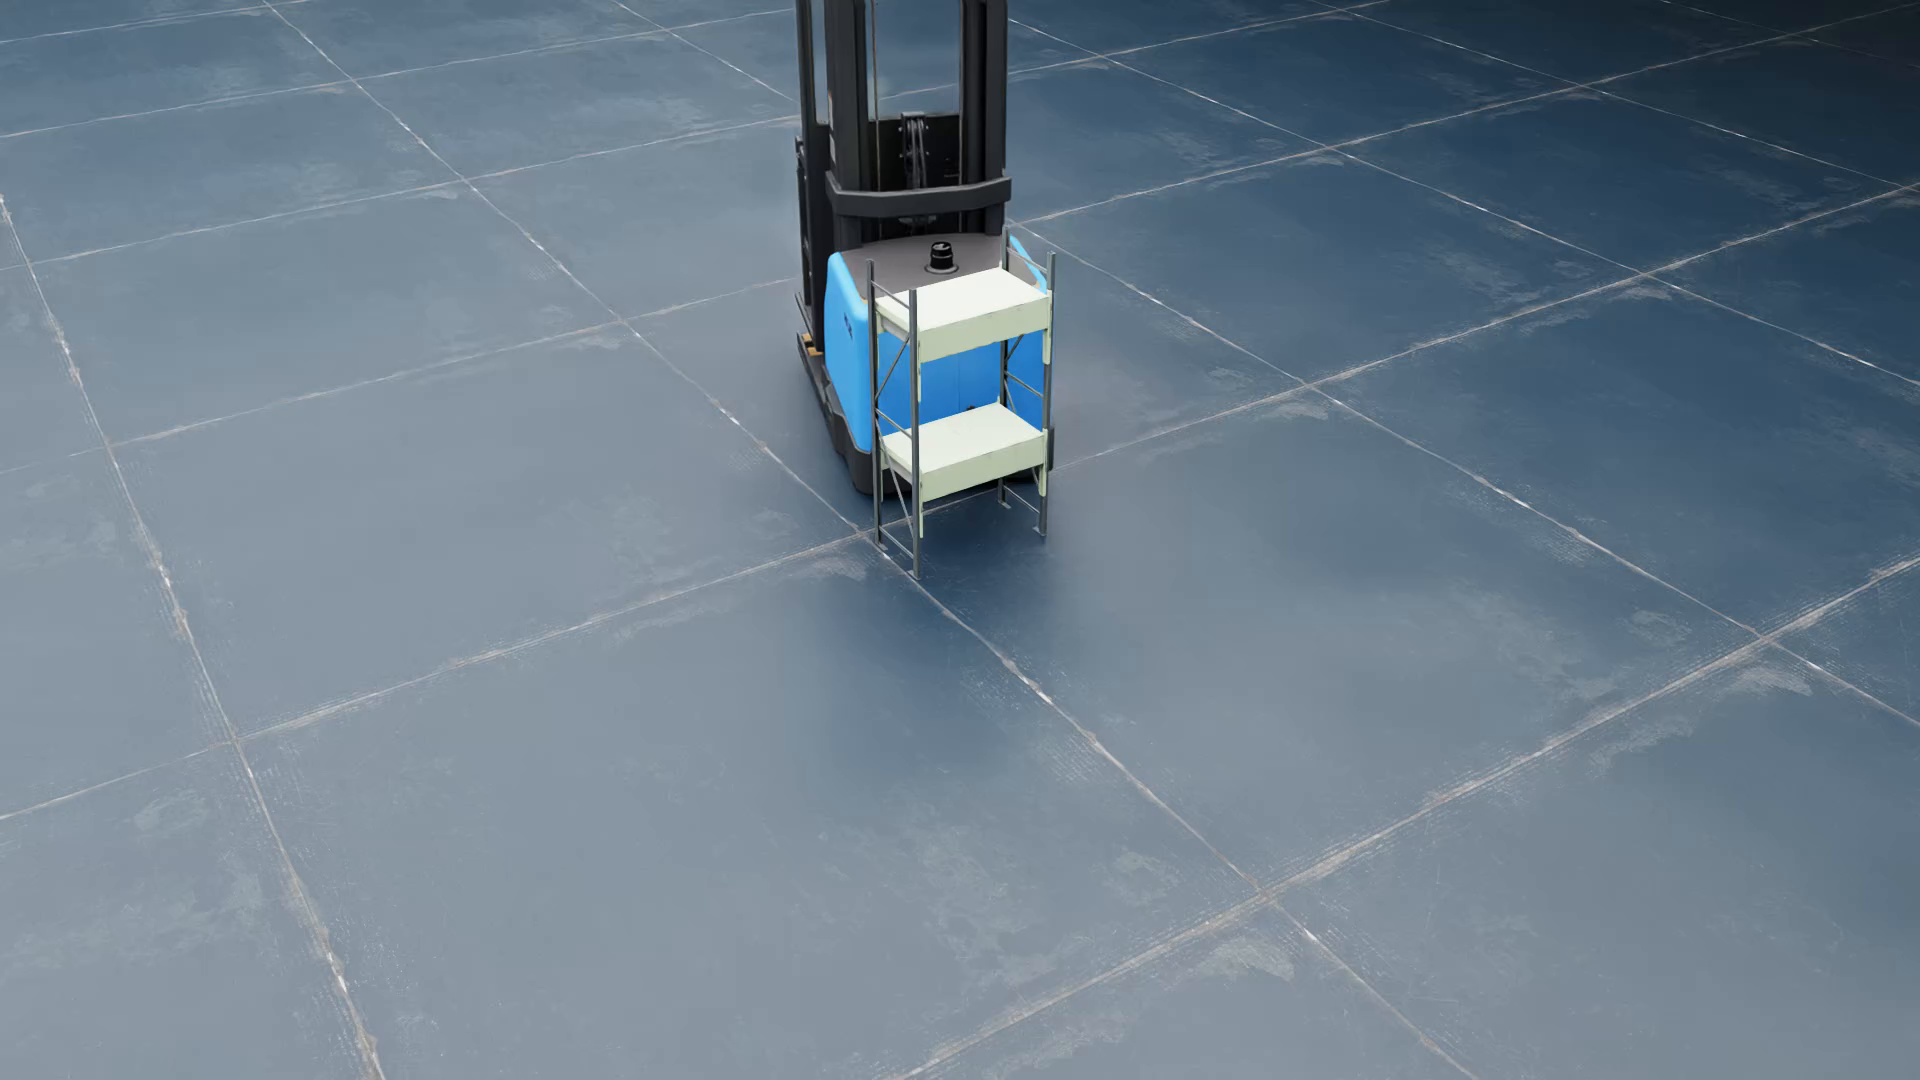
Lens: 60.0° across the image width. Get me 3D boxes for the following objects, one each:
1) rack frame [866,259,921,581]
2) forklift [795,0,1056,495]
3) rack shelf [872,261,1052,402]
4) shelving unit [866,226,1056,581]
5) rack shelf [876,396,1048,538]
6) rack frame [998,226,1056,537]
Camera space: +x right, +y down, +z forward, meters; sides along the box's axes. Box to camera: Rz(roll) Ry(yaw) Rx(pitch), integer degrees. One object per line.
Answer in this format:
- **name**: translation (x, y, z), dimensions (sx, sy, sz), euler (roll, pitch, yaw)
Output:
- **rack frame**: translation (-0.302, -0.530, 7.685), dimensions (0.023, 1.500, 0.400), euler (-19, 37, -27)
- **forklift**: translation (-0.351, -2.248, 9.067), dimensions (1.130, 2.935, 3.031), euler (-7, 33, -11)
- **rack shelf**: translation (0.006, -0.966, 7.645), dimensions (0.720, 0.370, 0.431), euler (-19, 37, -27)
- **shelving unit**: translation (0.006, -0.636, 7.853), dimensions (0.755, 1.500, 0.431), euler (-19, 37, -27)
- **rack shelf**: translation (0.006, -0.361, 8.027), dimensions (0.720, 0.370, 0.431), euler (-19, 37, -27)
- **rack frame**: translation (0.313, -0.742, 8.021), dimensions (0.023, 1.500, 0.400), euler (-19, 37, -27)
